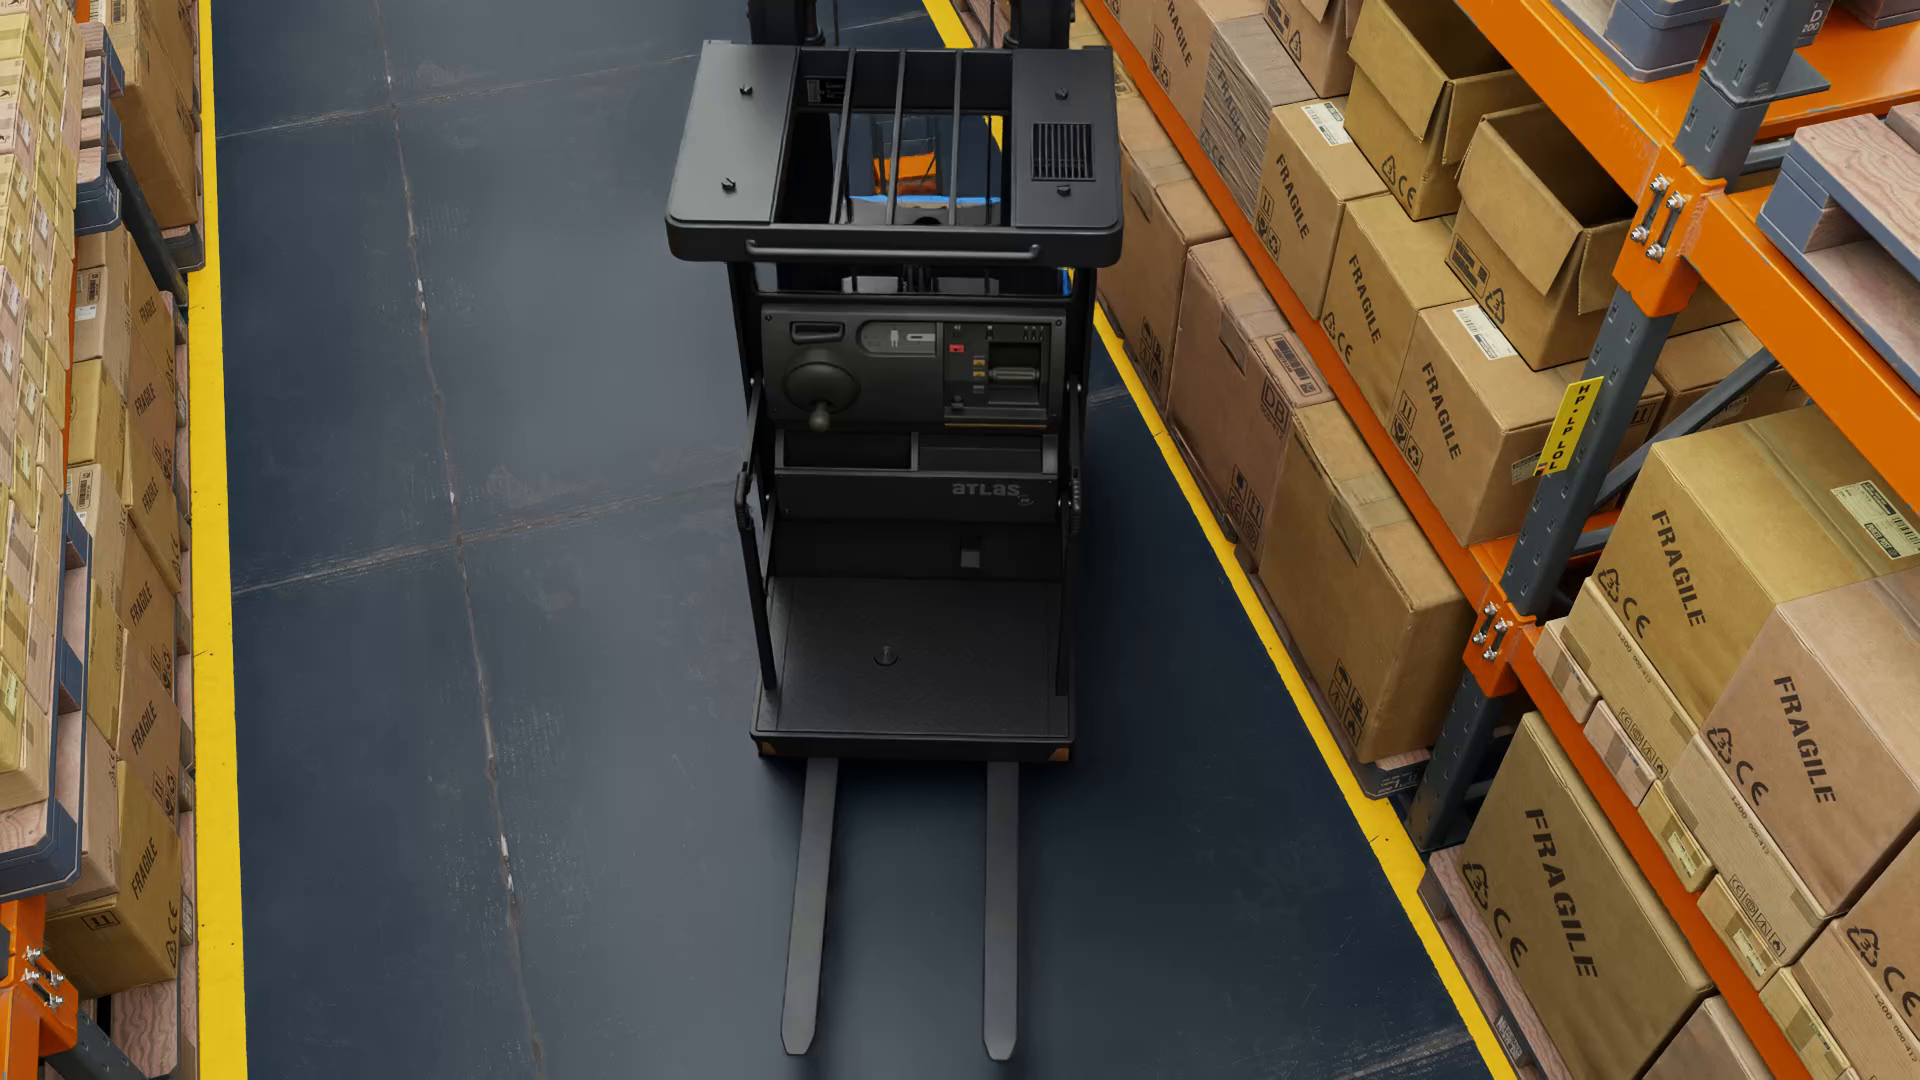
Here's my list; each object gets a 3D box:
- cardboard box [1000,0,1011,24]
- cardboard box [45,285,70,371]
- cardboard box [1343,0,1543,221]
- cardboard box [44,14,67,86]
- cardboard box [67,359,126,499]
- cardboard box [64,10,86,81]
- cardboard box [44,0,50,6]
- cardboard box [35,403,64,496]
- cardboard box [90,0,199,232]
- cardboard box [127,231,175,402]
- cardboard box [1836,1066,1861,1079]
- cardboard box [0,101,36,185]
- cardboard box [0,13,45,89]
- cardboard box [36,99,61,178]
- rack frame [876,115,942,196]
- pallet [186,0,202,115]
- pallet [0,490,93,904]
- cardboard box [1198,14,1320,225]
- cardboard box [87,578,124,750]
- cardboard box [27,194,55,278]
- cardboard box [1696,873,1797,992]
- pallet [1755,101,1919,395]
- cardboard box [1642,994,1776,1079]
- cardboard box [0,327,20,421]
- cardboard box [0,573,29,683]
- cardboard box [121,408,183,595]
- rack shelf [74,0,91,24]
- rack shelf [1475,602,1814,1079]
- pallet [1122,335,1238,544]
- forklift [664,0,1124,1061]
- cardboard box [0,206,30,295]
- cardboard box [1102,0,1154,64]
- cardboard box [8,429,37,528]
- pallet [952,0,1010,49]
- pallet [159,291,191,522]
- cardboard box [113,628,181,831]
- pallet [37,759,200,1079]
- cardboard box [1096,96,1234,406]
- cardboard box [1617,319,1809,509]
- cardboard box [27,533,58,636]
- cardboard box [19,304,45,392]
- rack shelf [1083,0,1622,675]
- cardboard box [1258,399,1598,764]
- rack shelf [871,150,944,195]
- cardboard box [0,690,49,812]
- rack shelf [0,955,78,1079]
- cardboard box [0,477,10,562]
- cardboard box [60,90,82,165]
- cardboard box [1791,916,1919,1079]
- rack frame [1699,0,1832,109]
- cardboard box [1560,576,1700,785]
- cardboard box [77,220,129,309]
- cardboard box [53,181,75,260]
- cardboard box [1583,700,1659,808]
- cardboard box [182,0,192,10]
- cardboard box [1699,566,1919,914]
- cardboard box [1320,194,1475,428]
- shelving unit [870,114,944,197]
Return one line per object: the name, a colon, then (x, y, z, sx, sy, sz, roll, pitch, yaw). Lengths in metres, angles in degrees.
cardboard box: (0.618, -2.801, 8.287, 0.700, 0.500, 0.500, -16, 52, -13)
cardboard box: (-2.890, -0.595, 4.969, 0.380, 0.149, 0.250, -15, 52, -13)
cardboard box: (1.630, -1.383, 5.022, 0.797, 0.503, 0.637, -13, 51, -11)
cardboard box: (-3.271, -1.631, 5.648, 0.380, 0.149, 0.250, -12, 51, -10)
cardboard box: (-3.185, -0.323, 5.720, 0.500, 0.250, 0.500, -12, 51, -10)
cardboard box: (-3.348, -1.731, 5.927, 0.380, 0.149, 0.250, -13, 51, -10)
cardboard box: (-3.350, -1.925, 5.701, 0.380, 0.149, 0.250, -15, 52, -12)
cardboard box: (-2.734, -0.211, 4.646, 0.380, 0.149, 0.250, -15, 52, -13)
cardboard box: (-4.027, -1.808, 7.299, 1.050, 0.750, 0.750, -14, 51, -11)
cardboard box: (-3.488, -0.841, 6.647, 0.500, 0.500, 0.500, -14, 51, -11)
cardboard box: (2.172, 1.260, 3.680, 0.380, 0.149, 0.250, -13, 51, -11)
cardboard box: (-3.052, -1.178, 5.071, 0.380, 0.149, 0.250, -13, 51, -11)
cardboard box: (-3.200, -1.549, 5.385, 0.380, 0.149, 0.250, -12, 51, -10)
cardboard box: (-3.117, -1.256, 5.332, 0.380, 0.149, 0.250, -13, 51, -11)
rack frame: (-0.179, -1.137, 6.683, 0.240, 1.200, 0.006, -8, 40, -7)
pallet: (-4.451, -2.516, 8.523, 1.003, 0.211, 1.213, -13, 51, -11)
pallet: (-2.837, 0.459, 4.316, 1.003, 0.211, 1.213, -13, 51, -11)
cardboard box: (1.175, -1.481, 5.761, 0.500, 0.500, 0.500, -13, 51, -11)
cardboard box: (-2.876, 0.429, 5.086, 0.500, 0.250, 0.500, -12, 51, -10)
cardboard box: (-2.968, -0.884, 5.018, 0.380, 0.149, 0.250, -12, 51, -10)
cardboard box: (2.024, 0.889, 3.993, 0.380, 0.149, 0.250, -15, 51, -12)
pallet: (2.250, -0.397, 3.009, 1.003, 0.211, 1.213, -13, 51, -11)
cardboard box: (2.403, 1.648, 4.304, 0.875, 0.875, 0.875, -13, 51, -11)
cardboard box: (-2.736, -0.409, 4.423, 0.380, 0.149, 0.250, -14, 51, -11)
cardboard box: (-2.505, 0.258, 4.055, 0.380, 0.149, 0.250, -14, 51, -12)
cardboard box: (-3.166, -0.078, 6.004, 0.500, 0.500, 0.500, -15, 52, -13)
rack shelf: (-4.524, -3.162, 7.714, 1.077, 0.370, 4.000, -13, 51, -11)
rack shelf: (2.610, 1.634, 3.671, 1.077, 0.370, 4.000, -13, 51, -11)
pallet: (1.354, -0.599, 6.907, 1.003, 0.211, 1.213, -13, 51, -11)
forklift: (-0.146, -0.418, 4.975, 1.130, 2.935, 3.031, 1, 50, 1)
cardboard box: (-2.893, -0.789, 4.744, 0.380, 0.149, 0.250, -12, 51, -10)
cardboard box: (0.874, -2.220, 6.384, 0.500, 0.500, 0.500, -15, 51, -12)
cardboard box: (-2.660, -0.120, 4.374, 0.380, 0.149, 0.250, -15, 52, -13)
pallet: (0.606, -2.653, 8.638, 1.003, 0.211, 1.213, -13, 51, -11)
pallet: (-3.703, -0.463, 6.792, 1.003, 0.211, 1.213, -13, 51, -11)
cardboard box: (-2.873, 0.673, 5.370, 0.500, 0.500, 0.500, -11, 51, -9)
pallet: (-2.981, 1.319, 5.290, 1.003, 0.211, 1.213, -13, 51, -11)
cardboard box: (1.276, -1.269, 6.763, 1.225, 0.875, 0.875, -13, 51, -11)
cardboard box: (2.121, -0.484, 4.920, 0.500, 0.500, 0.500, -13, 51, -11)
cardboard box: (-2.585, 0.158, 4.334, 0.380, 0.149, 0.250, -13, 51, -11)
cardboard box: (-2.820, -0.511, 4.703, 0.380, 0.149, 0.250, -14, 51, -12)
rack shelf: (1.427, -1.288, 6.134, 1.077, 0.370, 4.000, -13, 51, -11)
cardboard box: (1.810, 0.028, 5.670, 1.225, 0.875, 0.875, -13, 51, -11)
rack shelf: (-0.206, -1.436, 6.549, 0.258, 0.103, 0.180, -8, 40, -7)
cardboard box: (-2.427, 0.543, 4.010, 0.380, 0.149, 0.250, -16, 52, -13)
rack shelf: (-2.158, 2.681, 2.788, 1.077, 0.370, 4.000, -13, 51, -11)
cardboard box: (-2.588, -0.039, 4.111, 0.380, 0.149, 0.250, -13, 51, -11)
cardboard box: (-3.200, -1.361, 5.615, 0.380, 0.149, 0.250, -13, 51, -10)
cardboard box: (2.208, 1.037, 3.607, 0.500, 0.250, 0.500, -12, 51, -10)
rack frame: (2.018, -1.993, 2.334, 1.000, 3.000, 0.127, -13, 51, -11)
cardboard box: (1.907, 0.296, 4.232, 0.500, 0.250, 0.500, -14, 51, -12)
cardboard box: (-3.480, -1.064, 6.345, 0.500, 0.250, 0.500, -14, 51, -12)
cardboard box: (-3.048, -0.982, 5.295, 0.380, 0.149, 0.250, -15, 52, -13)
cardboard box: (1.866, 0.505, 4.316, 0.380, 0.149, 0.250, -15, 51, -12)
cardboard box: (-4.564, -3.126, 8.410, 1.050, 0.750, 0.750, -13, 51, -11)
cardboard box: (2.054, 0.421, 3.636, 0.500, 0.500, 0.500, -13, 51, -11)
cardboard box: (1.479, -0.734, 5.131, 0.500, 0.500, 0.500, -12, 51, -10)
shelving unit: (-0.196, -1.195, 6.752, 0.258, 1.200, 0.189, -8, 40, -7)
